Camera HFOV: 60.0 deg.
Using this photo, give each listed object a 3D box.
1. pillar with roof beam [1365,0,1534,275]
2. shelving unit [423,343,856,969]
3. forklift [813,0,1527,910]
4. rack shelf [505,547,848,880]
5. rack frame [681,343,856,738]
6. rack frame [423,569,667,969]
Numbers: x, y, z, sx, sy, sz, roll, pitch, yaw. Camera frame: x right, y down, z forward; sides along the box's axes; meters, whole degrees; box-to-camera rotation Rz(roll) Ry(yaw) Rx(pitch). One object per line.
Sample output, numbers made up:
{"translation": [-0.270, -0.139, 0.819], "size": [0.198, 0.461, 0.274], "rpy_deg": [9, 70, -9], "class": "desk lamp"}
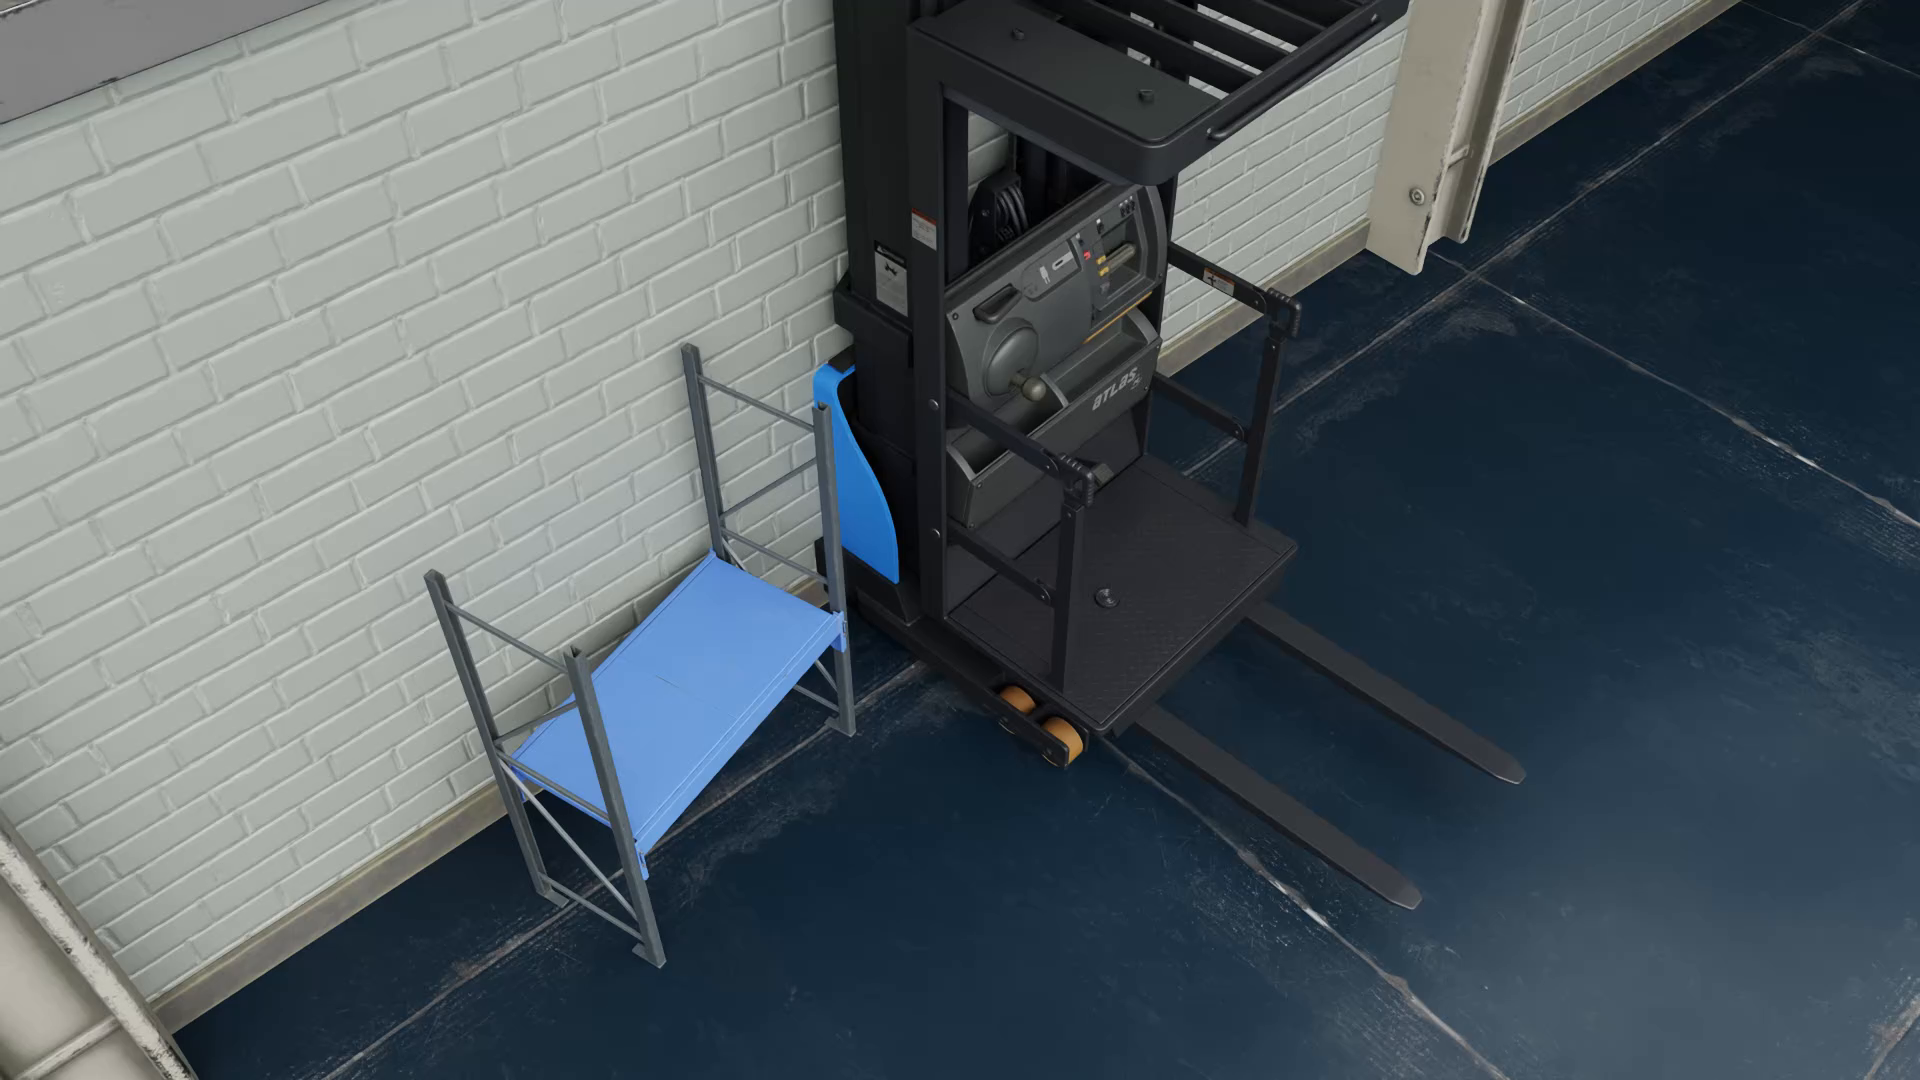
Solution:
{"translation": [4.940, -2.056, 2.024], "size": [0.400, 9.000, 9.100], "rpy_deg": [-34, 56, -27], "class": "pillar with roof beam"}
{"translation": [-0.843, 0.370, 4.888], "size": [0.538, 1.500, 1.048], "rpy_deg": [25, 52, 21], "class": "shelving unit"}
{"translation": [0.461, -0.680, 4.883], "size": [3.031, 2.935, 1.130], "rpy_deg": [34, 56, 27], "class": "forklift"}
{"translation": [-0.843, 0.492, 5.020], "size": [0.538, 0.185, 1.000], "rpy_deg": [25, 52, 21], "class": "rack shelf"}
{"translation": [-0.572, 0.054, 5.180], "size": [0.500, 1.500, 0.032], "rpy_deg": [25, 52, 21], "class": "rack frame"}
{"translation": [-1.114, 0.686, 4.596], "size": [0.500, 1.500, 0.032], "rpy_deg": [25, 52, 21], "class": "rack frame"}
